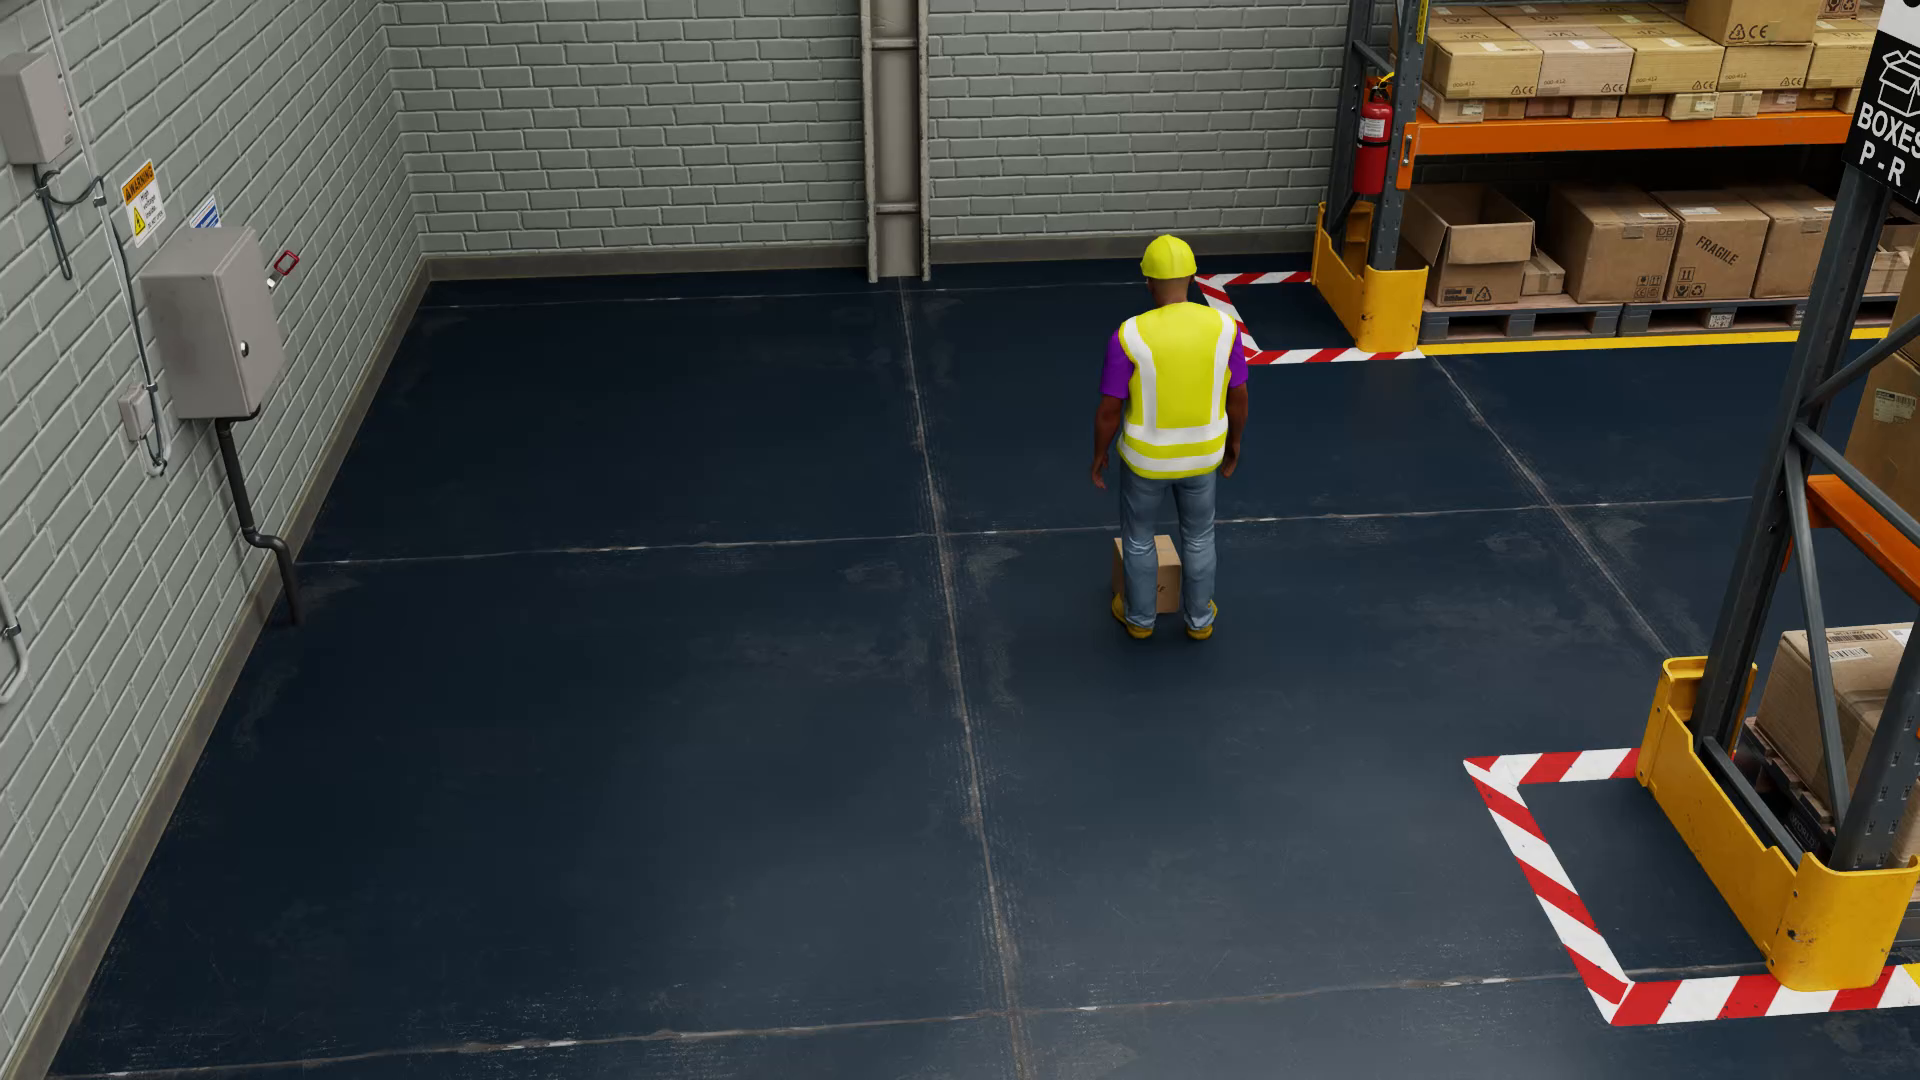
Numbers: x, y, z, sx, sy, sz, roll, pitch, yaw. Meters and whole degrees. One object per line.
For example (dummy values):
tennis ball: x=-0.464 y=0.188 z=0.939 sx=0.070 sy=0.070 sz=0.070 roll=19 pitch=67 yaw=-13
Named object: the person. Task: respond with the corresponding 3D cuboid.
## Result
person: x=0.839 y=-0.373 z=6.740 sx=0.634 sy=1.759 sz=0.461 roll=-5 pitch=31 yaw=-8
